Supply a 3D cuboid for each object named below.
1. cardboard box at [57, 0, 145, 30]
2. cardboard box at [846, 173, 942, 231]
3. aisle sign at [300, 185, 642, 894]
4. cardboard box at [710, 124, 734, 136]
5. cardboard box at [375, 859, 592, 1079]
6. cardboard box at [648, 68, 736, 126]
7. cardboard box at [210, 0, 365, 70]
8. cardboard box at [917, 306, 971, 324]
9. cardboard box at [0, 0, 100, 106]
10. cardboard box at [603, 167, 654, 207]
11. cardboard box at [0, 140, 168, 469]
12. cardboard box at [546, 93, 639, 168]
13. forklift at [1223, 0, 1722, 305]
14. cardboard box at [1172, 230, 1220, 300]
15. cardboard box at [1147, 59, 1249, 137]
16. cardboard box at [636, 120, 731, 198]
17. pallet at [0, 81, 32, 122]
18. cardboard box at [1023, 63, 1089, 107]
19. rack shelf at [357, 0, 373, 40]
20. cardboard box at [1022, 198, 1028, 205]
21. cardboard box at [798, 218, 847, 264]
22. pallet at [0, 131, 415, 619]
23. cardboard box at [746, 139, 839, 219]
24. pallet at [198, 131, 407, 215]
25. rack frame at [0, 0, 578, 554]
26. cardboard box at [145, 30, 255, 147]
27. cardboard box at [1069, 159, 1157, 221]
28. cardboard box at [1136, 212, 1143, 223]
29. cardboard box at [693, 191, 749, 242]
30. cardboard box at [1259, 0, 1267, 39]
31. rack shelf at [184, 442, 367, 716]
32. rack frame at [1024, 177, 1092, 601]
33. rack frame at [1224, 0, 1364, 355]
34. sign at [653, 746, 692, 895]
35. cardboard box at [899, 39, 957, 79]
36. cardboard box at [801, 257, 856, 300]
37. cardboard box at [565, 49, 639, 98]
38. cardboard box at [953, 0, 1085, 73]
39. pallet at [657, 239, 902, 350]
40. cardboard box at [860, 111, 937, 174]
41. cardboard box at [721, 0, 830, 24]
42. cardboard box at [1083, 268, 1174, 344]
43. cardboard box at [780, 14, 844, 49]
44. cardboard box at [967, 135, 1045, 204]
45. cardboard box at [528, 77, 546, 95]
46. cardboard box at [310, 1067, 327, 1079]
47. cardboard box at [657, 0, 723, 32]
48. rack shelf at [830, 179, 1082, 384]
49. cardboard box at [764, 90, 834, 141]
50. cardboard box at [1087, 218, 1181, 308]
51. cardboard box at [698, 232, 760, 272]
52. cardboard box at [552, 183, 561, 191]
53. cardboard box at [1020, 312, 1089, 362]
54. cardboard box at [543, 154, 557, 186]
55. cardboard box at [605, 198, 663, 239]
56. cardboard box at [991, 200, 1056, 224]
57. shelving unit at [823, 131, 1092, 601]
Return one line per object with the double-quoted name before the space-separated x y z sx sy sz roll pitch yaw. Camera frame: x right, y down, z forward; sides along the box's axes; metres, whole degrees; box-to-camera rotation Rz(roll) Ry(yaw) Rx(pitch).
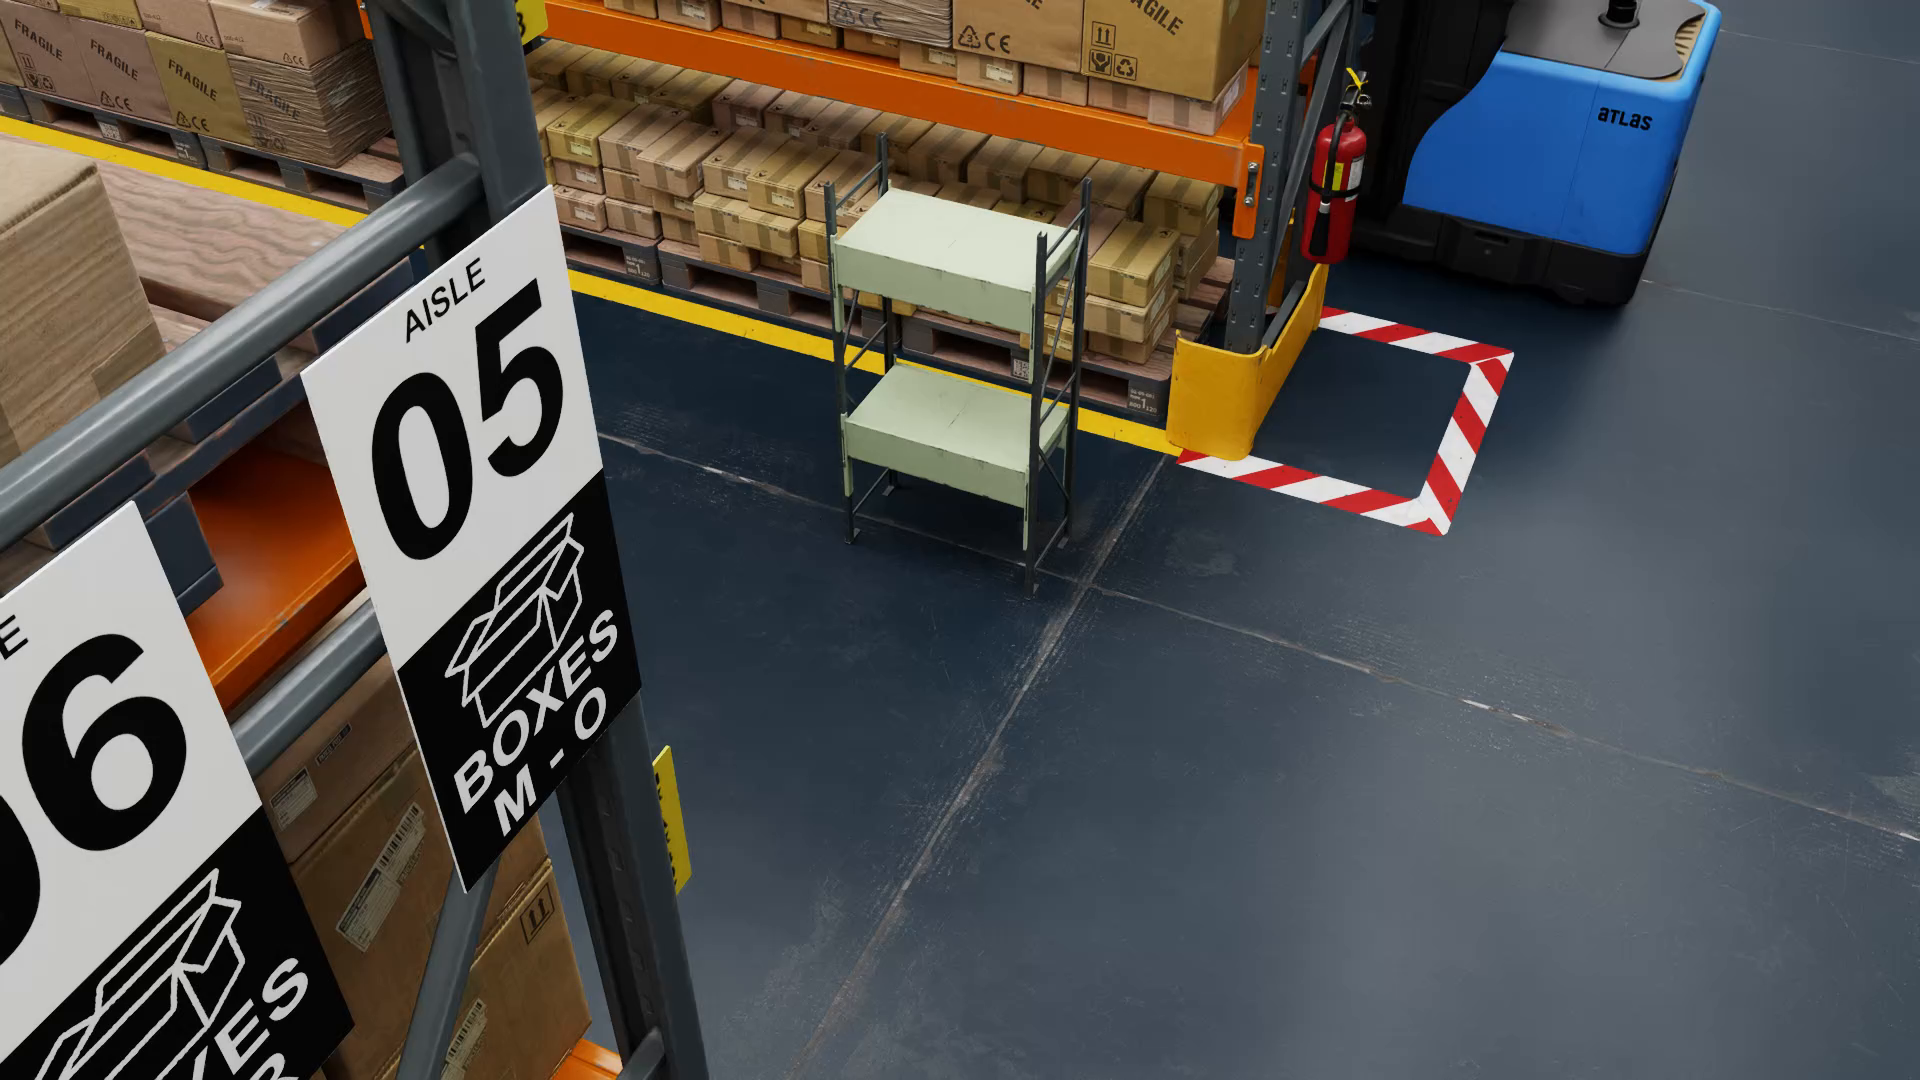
"cardboard box" -4.070 -2.756 8.155 0.500 0.250 0.500 15 43 17
"cardboard box" -0.272 -1.359 6.930 0.250 0.149 0.380 19 44 20
"aisle sign" -0.532 0.025 1.946 0.004 0.787 0.394 17 44 19
"cardboard box" -0.998 -1.891 7.771 0.250 0.149 0.380 18 44 20
"cardboard box" -1.033 0.819 2.939 0.500 0.500 0.500 17 44 18
"cardboard box" -1.232 -2.046 7.722 0.250 0.149 0.380 18 44 20
"cardboard box" -3.125 -2.468 7.822 0.500 0.250 0.500 16 43 18
"cardboard box" 0.008 -1.106 7.091 0.250 0.149 0.380 17 44 19
"cardboard box" -4.511 -2.612 8.561 0.500 0.500 0.500 16 43 18
"cardboard box" -1.403 -1.678 7.525 0.250 0.149 0.380 15 43 16
"cardboard box" -1.166 -0.185 1.600 0.500 0.250 0.500 13 43 15
"cardboard box" -1.644 -1.849 7.495 0.250 0.149 0.380 16 44 18
"forklift" 1.830 -2.829 7.276 3.031 2.935 1.130 18 44 20
"cardboard box" 0.942 -1.223 7.226 0.250 0.149 0.380 18 44 19
"cardboard box" 0.867 -1.634 6.037 0.250 0.149 0.380 17 44 19
"cardboard box" -1.202 -1.672 7.290 0.250 0.149 0.380 18 44 20
"pallet" -5.261 -2.751 9.262 1.213 0.211 1.003 17 44 19
"cardboard box" 0.424 -1.785 6.211 0.250 0.149 0.380 17 44 18
"rack shelf" -4.156 -3.196 8.196 4.000 0.370 1.077 17 44 19
"cardboard box" 0.245 -1.557 7.386 0.250 0.149 0.380 18 44 20
"cardboard box" -0.488 -1.337 7.132 0.250 0.149 0.380 19 44 21
"pallet" -1.396 -0.139 1.898 1.213 0.211 1.003 17 44 19
"cardboard box" -0.713 -1.554 7.154 0.250 0.149 0.380 17 44 19
"pallet" -3.049 -2.075 8.483 1.213 0.211 1.003 17 44 19
"rack frame" -0.720 -1.107 0.657 0.127 3.000 1.000 17 44 19
"cardboard box" -3.585 -2.326 8.231 0.500 0.500 0.500 16 43 18
"cardboard box" 0.650 -1.464 7.051 0.250 0.149 0.380 18 44 19
"cardboard box" 0.691 -1.407 7.212 0.250 0.149 0.380 17 44 18
"cardboard box" -0.962 -1.480 7.297 0.250 0.149 0.380 17 44 18
"cardboard box" 0.992 -2.245 6.246 0.500 0.500 0.500 19 44 21
"rack shelf" -2.532 -0.256 2.514 4.000 0.370 1.077 17 44 19
"rack frame" 0.326 -0.467 5.644 0.023 1.500 0.400 17 44 19
"rack frame" 1.282 -1.806 6.044 0.127 3.000 1.000 17 44 19
"sign" -0.480 0.475 2.690 0.005 0.325 0.100 17 44 19
"cardboard box" -0.044 -1.933 6.381 0.250 0.149 0.380 15 43 17
"cardboard box" -0.489 -1.227 7.231 0.250 0.149 0.380 18 44 19
"cardboard box" -1.662 -2.229 7.933 0.250 0.149 0.380 18 44 19
"cardboard box" 0.301 -2.074 6.049 0.500 0.500 0.500 16 44 18
"pallet" -0.610 -1.358 7.656 1.213 0.211 1.003 17 44 19
"cardboard box" -0.251 -1.812 7.452 0.250 0.149 0.380 18 44 19
"cardboard box" -0.610 -2.353 6.371 0.500 0.500 0.500 19 44 21
"cardboard box" 0.683 -0.977 6.716 0.250 0.149 0.380 16 43 18
"cardboard box" -0.511 -2.107 6.582 0.250 0.149 0.380 18 44 19
"cardboard box" 0.216 -1.629 7.242 0.250 0.149 0.380 15 43 17
"cardboard box" -2.119 -2.002 7.671 0.250 0.149 0.380 19 44 20
"cardboard box" -1.257 0.752 2.252 0.500 0.500 0.500 18 44 20
"cardboard box" -1.011 -2.210 6.702 0.250 0.149 0.380 19 44 20
"rack shelf" -0.006 -0.863 5.505 0.720 0.370 0.431 17 44 19
"cardboard box" -0.698 -1.958 7.621 0.250 0.149 0.380 16 43 17
"cardboard box" 0.695 -1.109 6.641 0.250 0.149 0.380 17 44 19
"cardboard box" -0.956 -1.369 7.395 0.250 0.149 0.380 16 43 17
"cardboard box" -1.908 -1.630 7.696 0.250 0.149 0.380 18 44 20
"cardboard box" 0.441 -0.921 6.878 0.250 0.149 0.380 18 44 20
"cardboard box" -1.883 -1.801 7.666 0.250 0.149 0.380 17 44 19
"cardboard box" -1.410 -1.551 7.606 0.250 0.149 0.380 16 43 18
"cardboard box" 0.203 -1.209 6.756 0.250 0.149 0.380 16 43 18
"shelving unit" -0.006 -0.569 5.761 0.755 1.500 0.431 17 44 19
